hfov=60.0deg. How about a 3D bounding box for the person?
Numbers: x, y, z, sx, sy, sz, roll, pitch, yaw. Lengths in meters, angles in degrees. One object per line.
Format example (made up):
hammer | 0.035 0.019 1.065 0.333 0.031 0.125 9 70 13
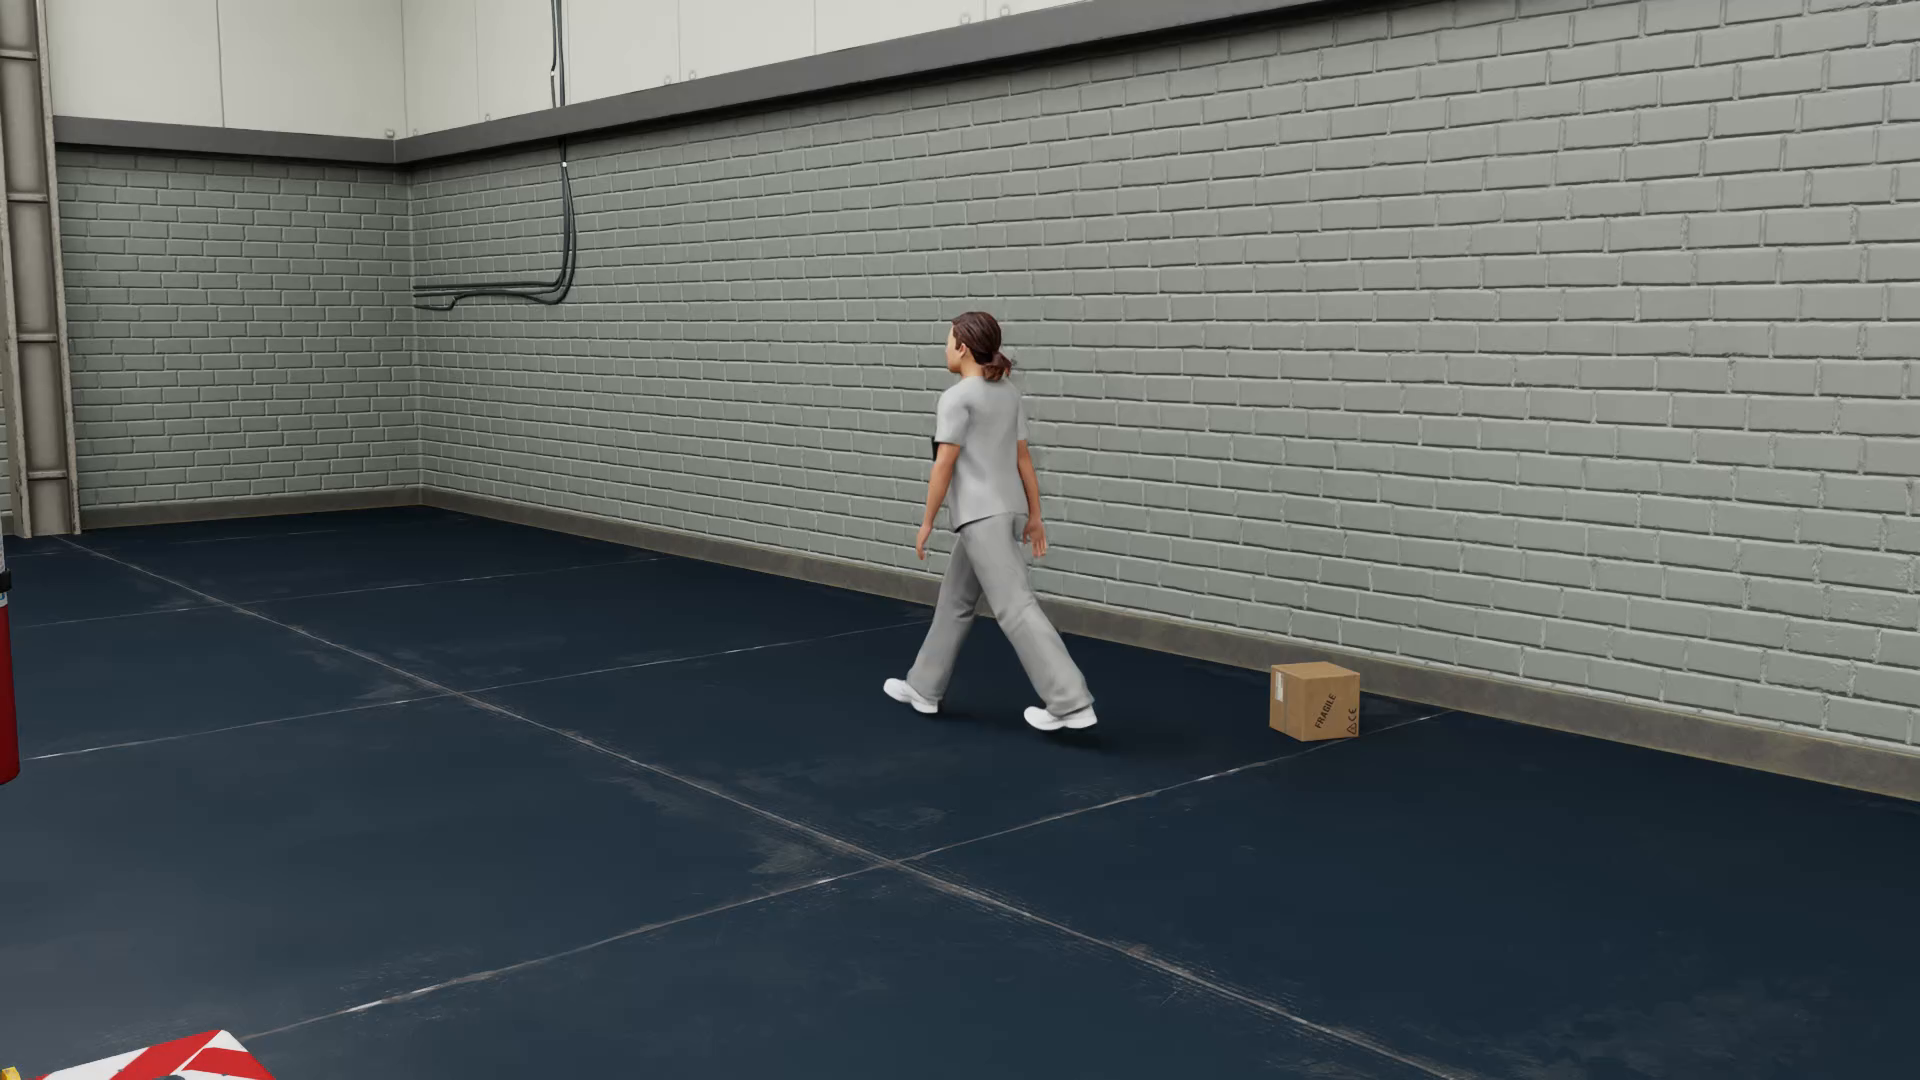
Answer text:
person | 0.074 -0.074 6.432 1.056 1.607 0.467 5 9 33
